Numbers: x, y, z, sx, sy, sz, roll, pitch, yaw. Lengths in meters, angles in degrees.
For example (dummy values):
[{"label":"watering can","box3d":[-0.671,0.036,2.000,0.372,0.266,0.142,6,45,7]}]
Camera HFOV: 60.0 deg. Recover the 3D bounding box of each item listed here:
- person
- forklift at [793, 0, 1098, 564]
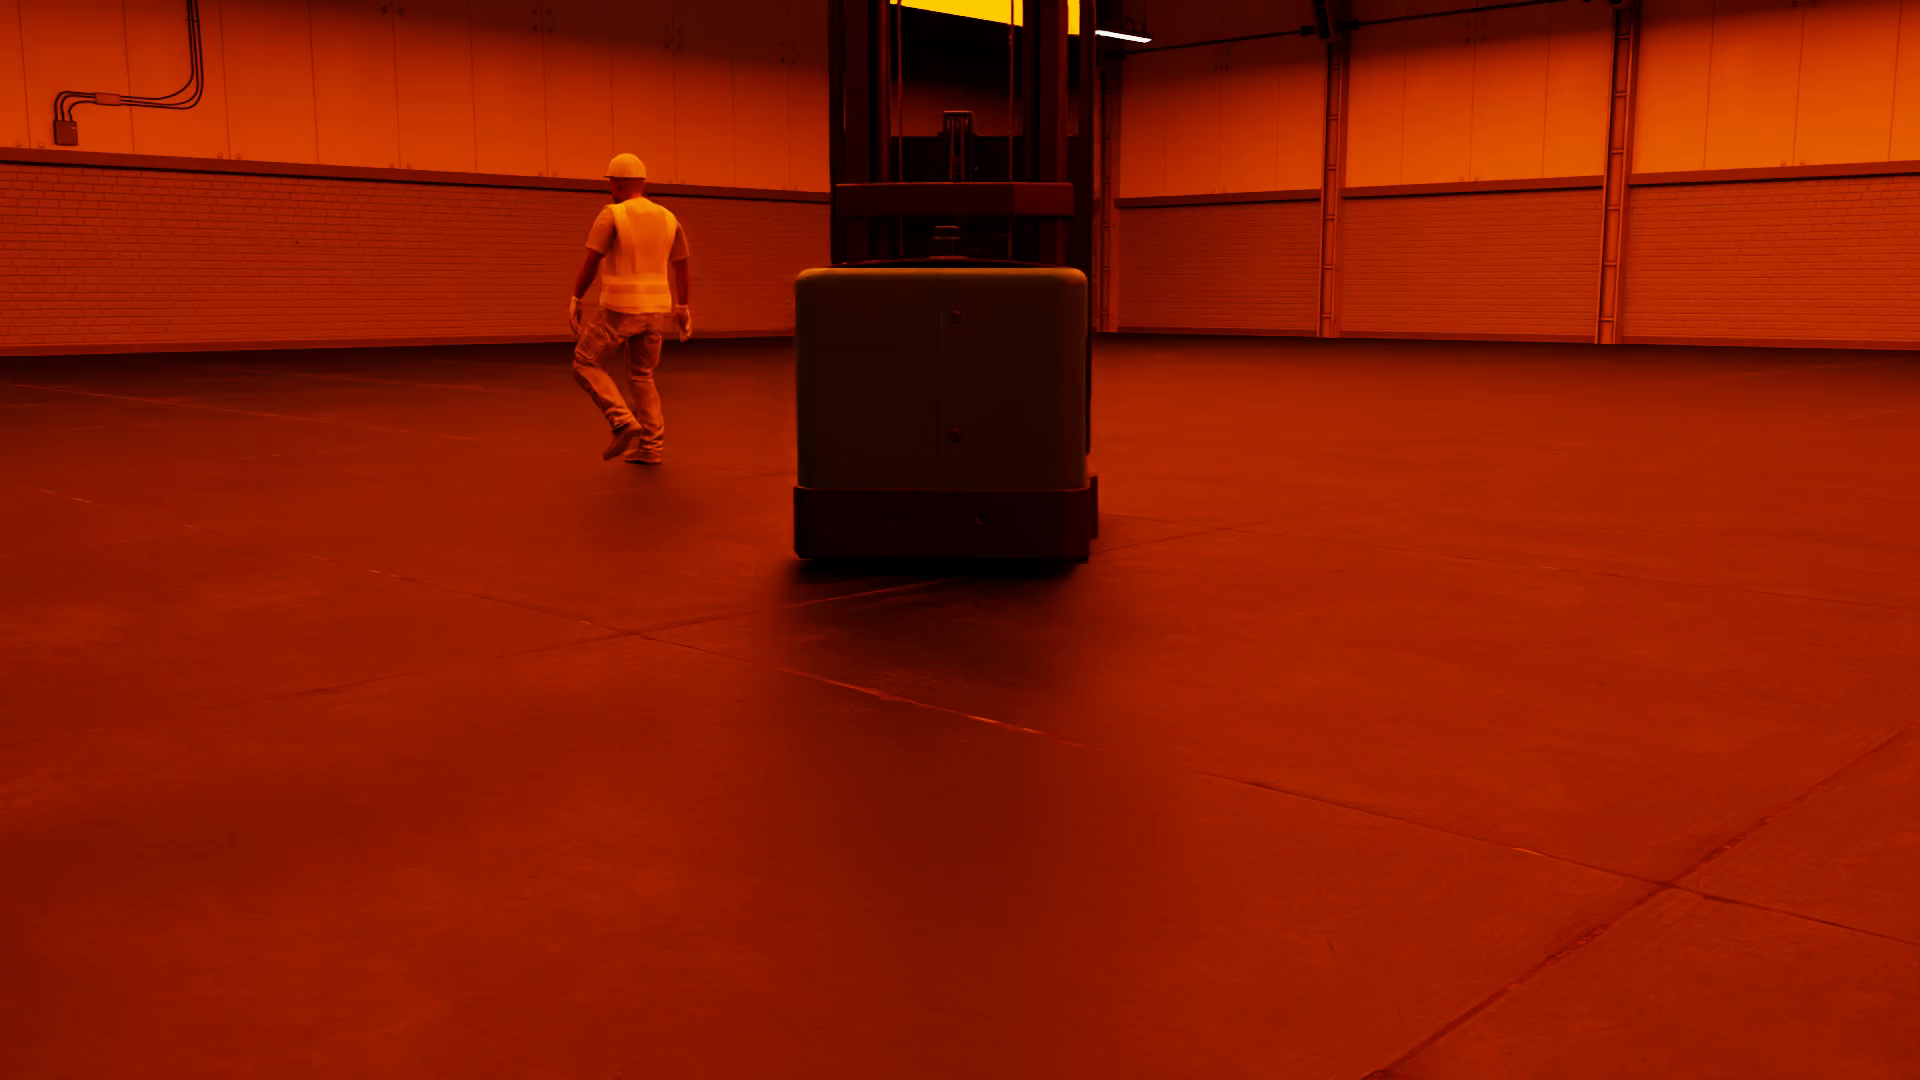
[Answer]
[{"label":"person","box3d":[-1.915,-1.316,9.536,0.467,1.764,0.731,7,11,38]},{"label":"forklift","box3d":[0.023,-1.542,7.113,1.130,2.935,3.031,1,9,4]}]
